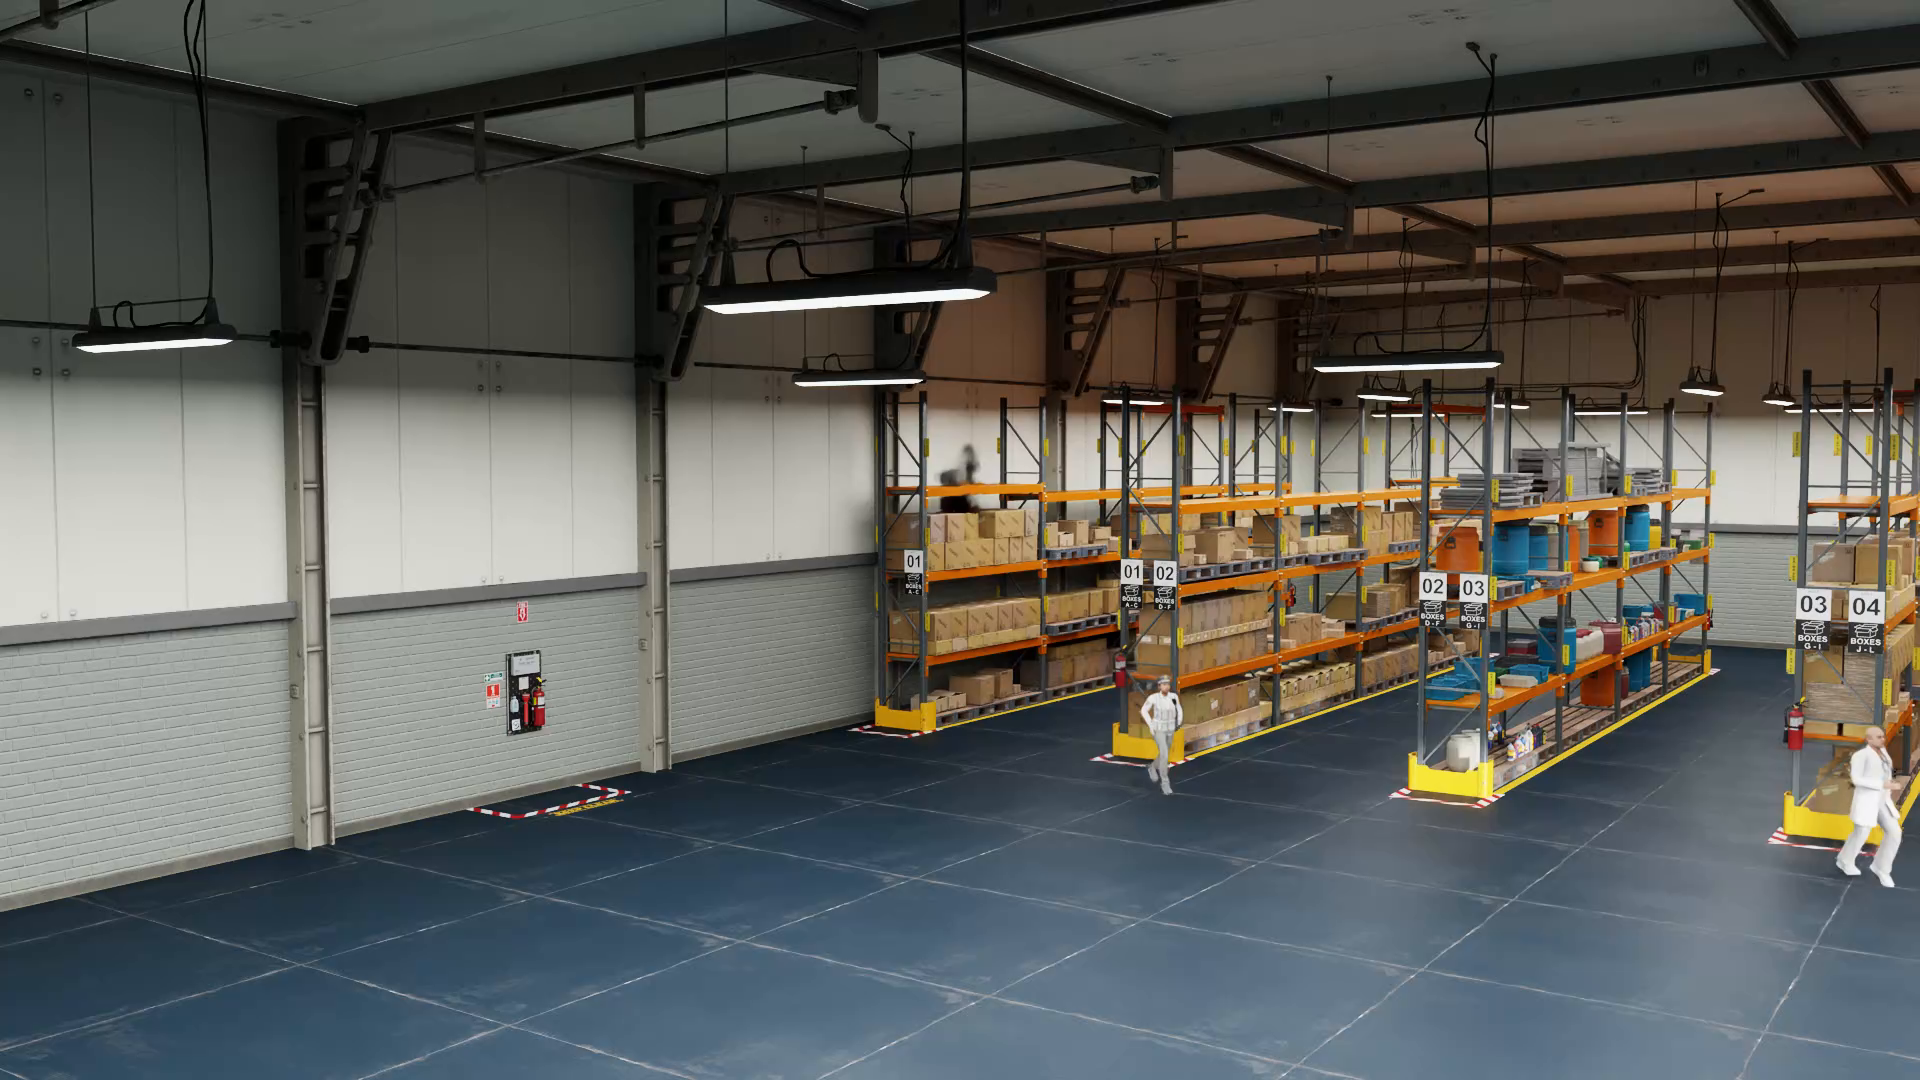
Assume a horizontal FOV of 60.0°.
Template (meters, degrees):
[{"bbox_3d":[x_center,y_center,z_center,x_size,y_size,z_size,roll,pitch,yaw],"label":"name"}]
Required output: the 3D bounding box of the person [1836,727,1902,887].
[{"bbox_3d":[10.482,3.063,19.109,0.718,1.852,0.833,-1,3,-18],"label":"person"}]

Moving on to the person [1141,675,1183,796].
[{"bbox_3d":[2.966,2.805,24.290,0.614,1.718,0.790,-1,3,-22],"label":"person"}]

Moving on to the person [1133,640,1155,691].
[{"bbox_3d":[3.465,2.376,30.939,0.635,1.814,0.752,1,3,23],"label":"person"}]
